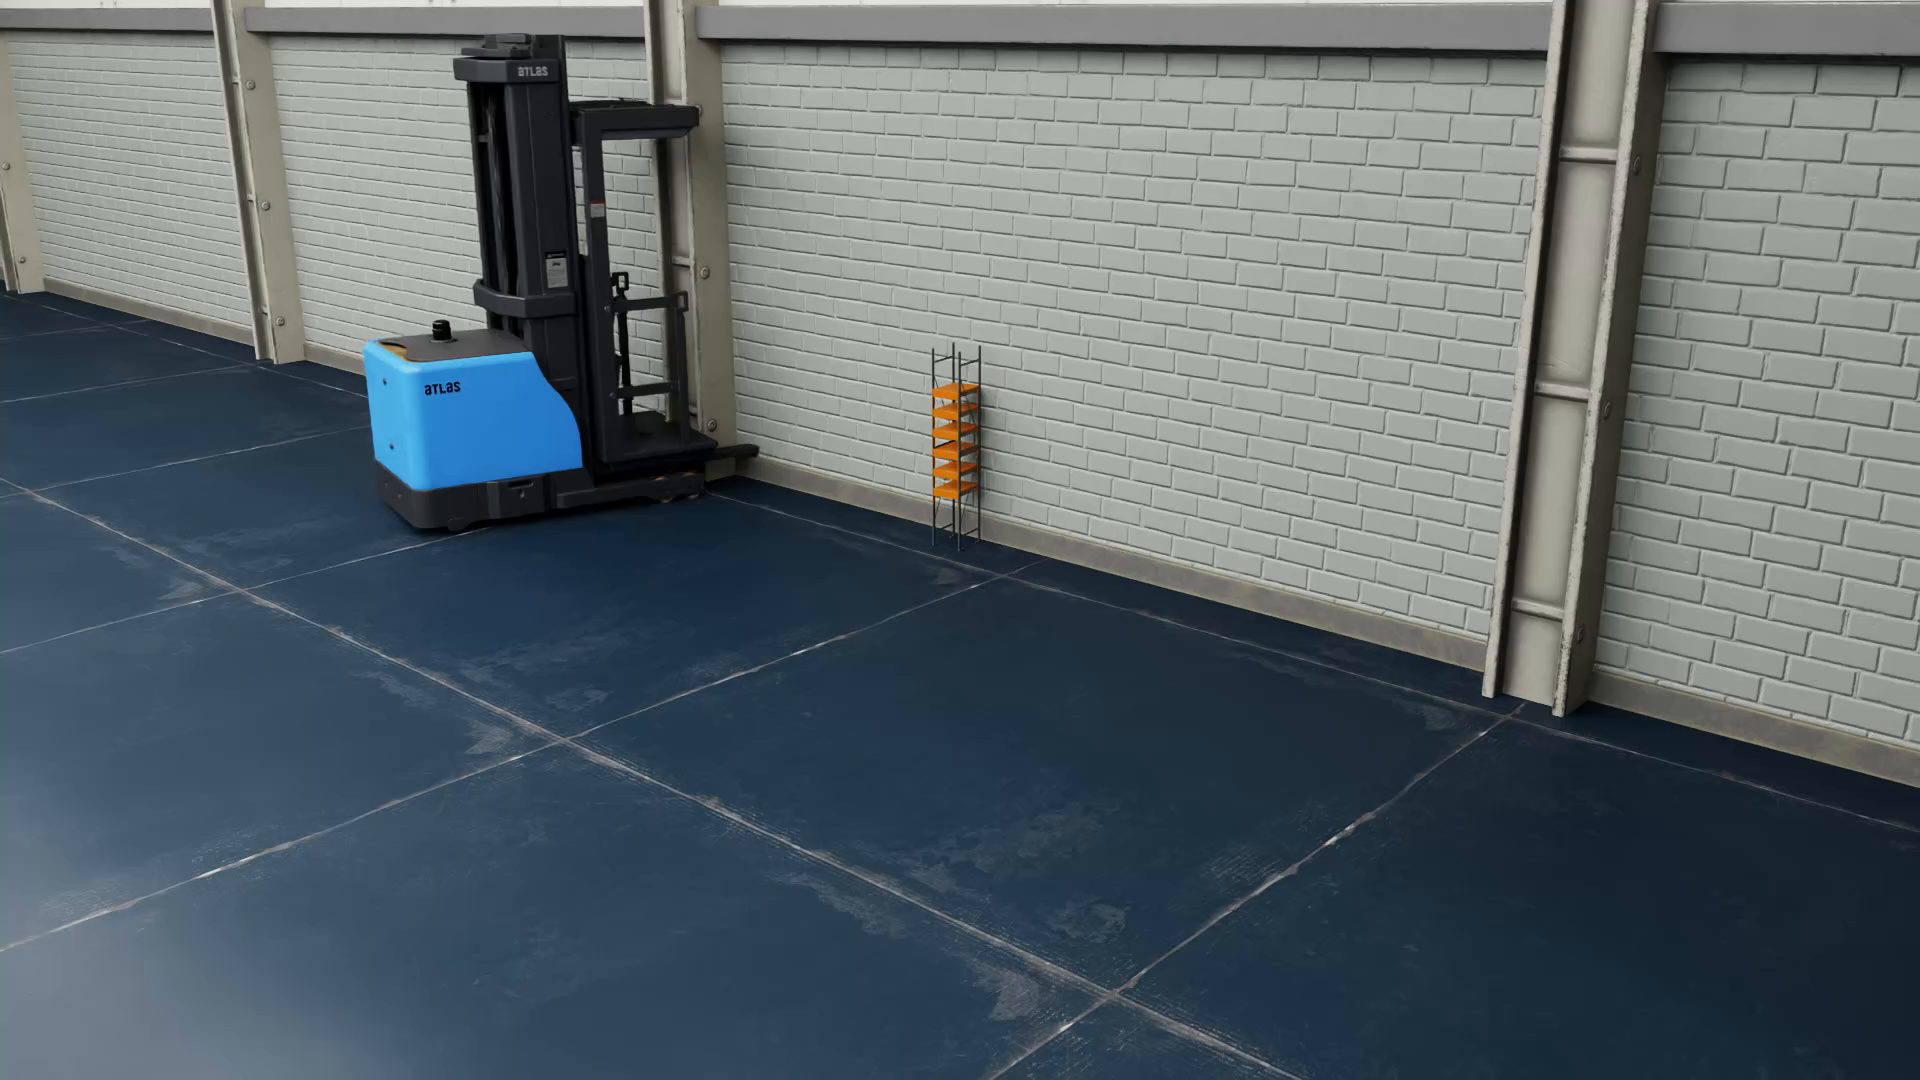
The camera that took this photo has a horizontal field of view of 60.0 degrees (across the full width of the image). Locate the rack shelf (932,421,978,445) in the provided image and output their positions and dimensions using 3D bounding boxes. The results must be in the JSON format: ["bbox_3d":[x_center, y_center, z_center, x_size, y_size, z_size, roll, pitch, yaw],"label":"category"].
[{"bbox_3d":[-0.020,-0.624,9.844,0.180,0.103,0.258,11,20,31],"label":"rack shelf"}]

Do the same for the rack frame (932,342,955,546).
[{"bbox_3d":[-0.097,-0.567,9.914,0.006,1.200,0.240,11,20,31],"label":"rack frame"}]

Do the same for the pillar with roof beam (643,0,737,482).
[{"bbox_3d":[-4.644,-3.786,7.166,0.400,9.000,9.100,15,23,39],"label":"pillar with roof beam"}]

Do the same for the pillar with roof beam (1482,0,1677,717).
[{"bbox_3d":[-0.157,-2.582,3.370,0.400,9.000,9.100,15,23,39],"label":"pillar with roof beam"}]

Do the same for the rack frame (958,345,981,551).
[{"bbox_3d":[0.057,-0.538,9.820,0.006,1.200,0.240,11,20,31],"label":"rack frame"}]

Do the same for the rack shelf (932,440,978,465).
[{"bbox_3d":[-0.020,-0.510,9.880,0.180,0.103,0.258,11,20,31],"label":"rack shelf"}]

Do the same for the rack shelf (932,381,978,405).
[{"bbox_3d":[-0.020,-0.853,9.772,0.180,0.103,0.258,11,20,31],"label":"rack shelf"}]

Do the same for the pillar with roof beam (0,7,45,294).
[{"bbox_3d":[-13.620,-6.196,14.758,0.400,9.000,9.100,15,23,39],"label":"pillar with roof beam"}]

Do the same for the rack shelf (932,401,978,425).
[{"bbox_3d":[-0.020,-0.739,9.808,0.180,0.103,0.258,11,20,31],"label":"rack shelf"}]

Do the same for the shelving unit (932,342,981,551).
[{"bbox_3d":[-0.020,-0.552,9.867,0.189,1.200,0.258,11,20,31],"label":"shelving unit"}]

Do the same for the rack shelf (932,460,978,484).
[{"bbox_3d":[-0.020,-0.395,9.916,0.180,0.103,0.258,11,20,31],"label":"rack shelf"}]

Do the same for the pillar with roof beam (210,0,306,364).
[{"bbox_3d":[-9.132,-4.991,10.962,0.400,9.000,9.100,15,23,39],"label":"pillar with roof beam"}]

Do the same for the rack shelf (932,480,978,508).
[{"bbox_3d":[-0.020,-0.281,9.952,0.180,0.103,0.258,11,20,31],"label":"rack shelf"}]

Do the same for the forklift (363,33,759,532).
[{"bbox_3d":[-2.288,-1.767,10.833,3.031,2.935,1.130,-11,21,-31],"label":"forklift"}]
